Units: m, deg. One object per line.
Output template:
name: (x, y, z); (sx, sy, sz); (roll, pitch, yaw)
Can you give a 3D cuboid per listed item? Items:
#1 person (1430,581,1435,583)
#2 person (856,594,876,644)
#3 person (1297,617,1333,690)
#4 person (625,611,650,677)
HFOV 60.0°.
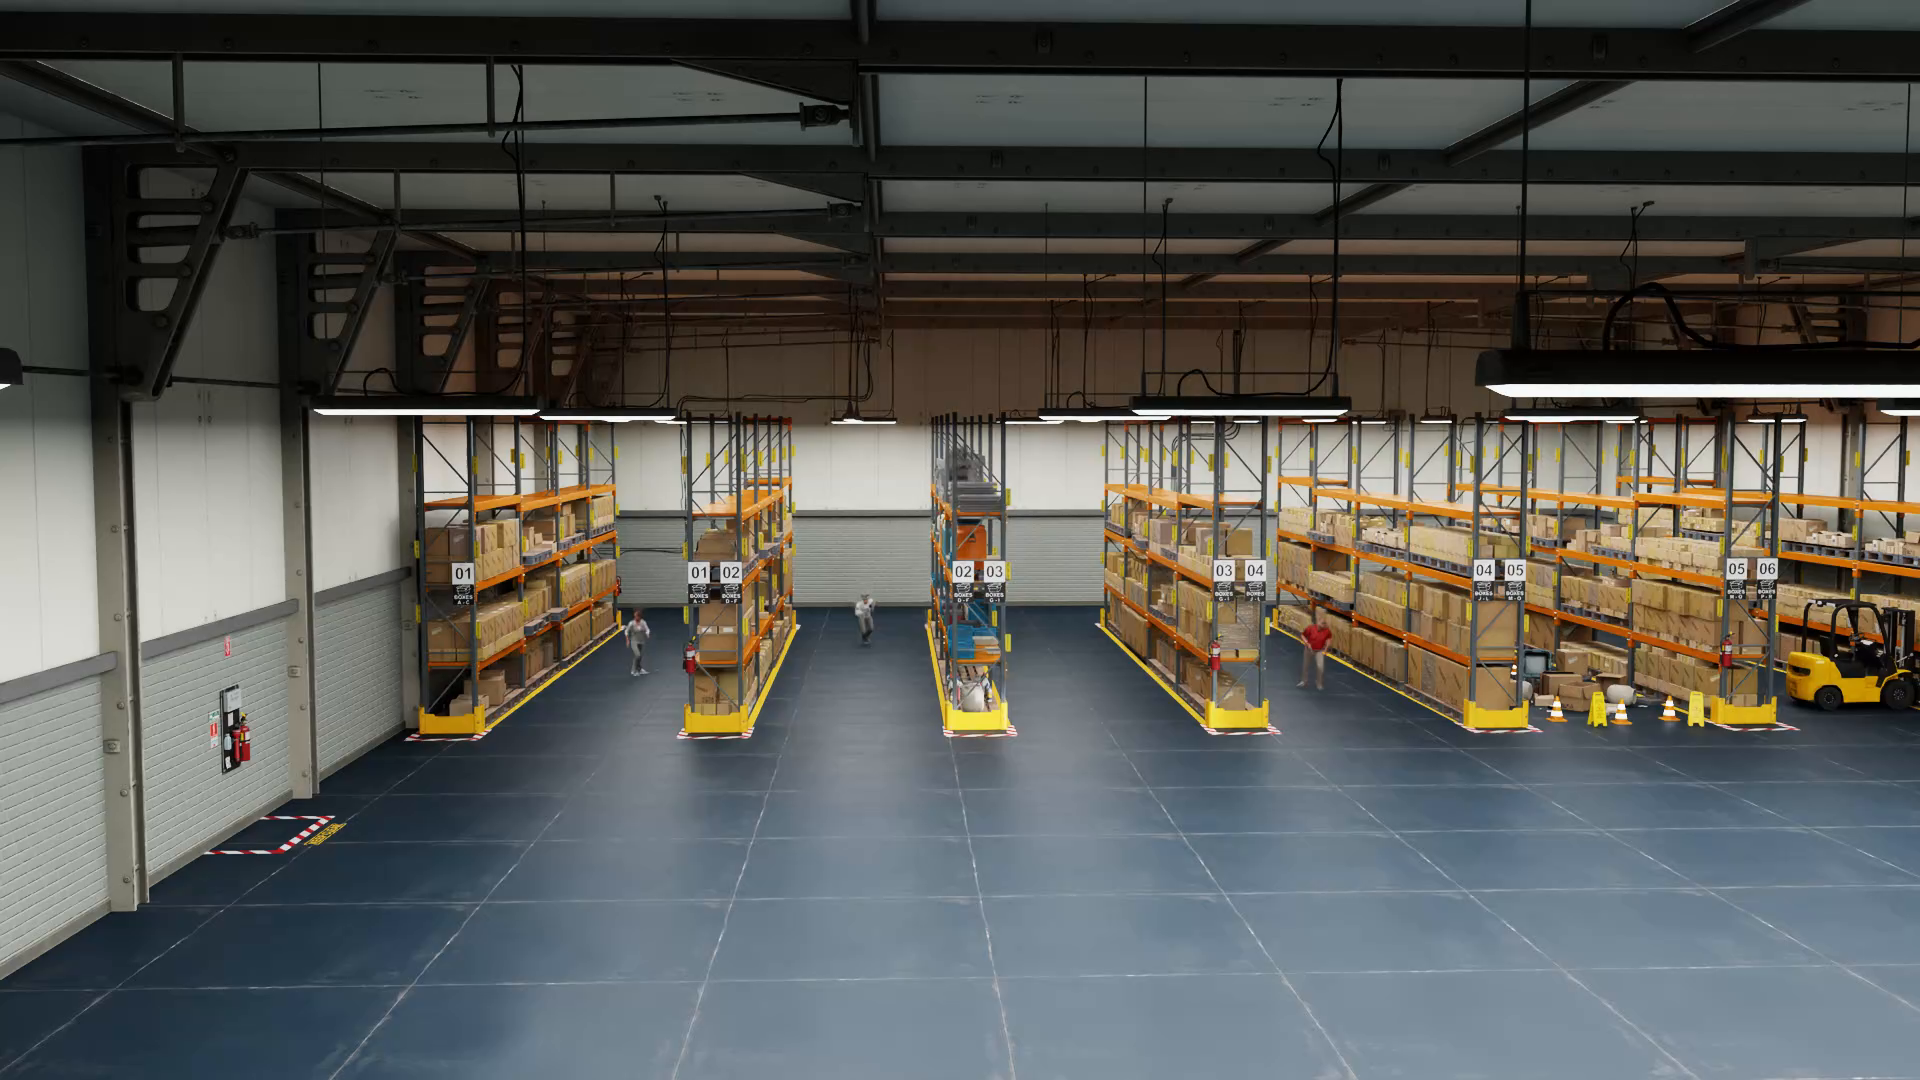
person: (12.473, 1.904, 44.011); (0.605, 1.633, 0.861); (-1, 4, -19)
person: (-2.465, 2.062, 43.477); (0.609, 1.389, 0.934); (-1, 4, -17)
person: (7.773, 2.470, 36.428); (0.750, 1.635, 0.805); (1, 4, 13)
person: (-7.367, 2.407, 38.246); (0.555, 1.517, 0.765); (-4, 5, -43)
